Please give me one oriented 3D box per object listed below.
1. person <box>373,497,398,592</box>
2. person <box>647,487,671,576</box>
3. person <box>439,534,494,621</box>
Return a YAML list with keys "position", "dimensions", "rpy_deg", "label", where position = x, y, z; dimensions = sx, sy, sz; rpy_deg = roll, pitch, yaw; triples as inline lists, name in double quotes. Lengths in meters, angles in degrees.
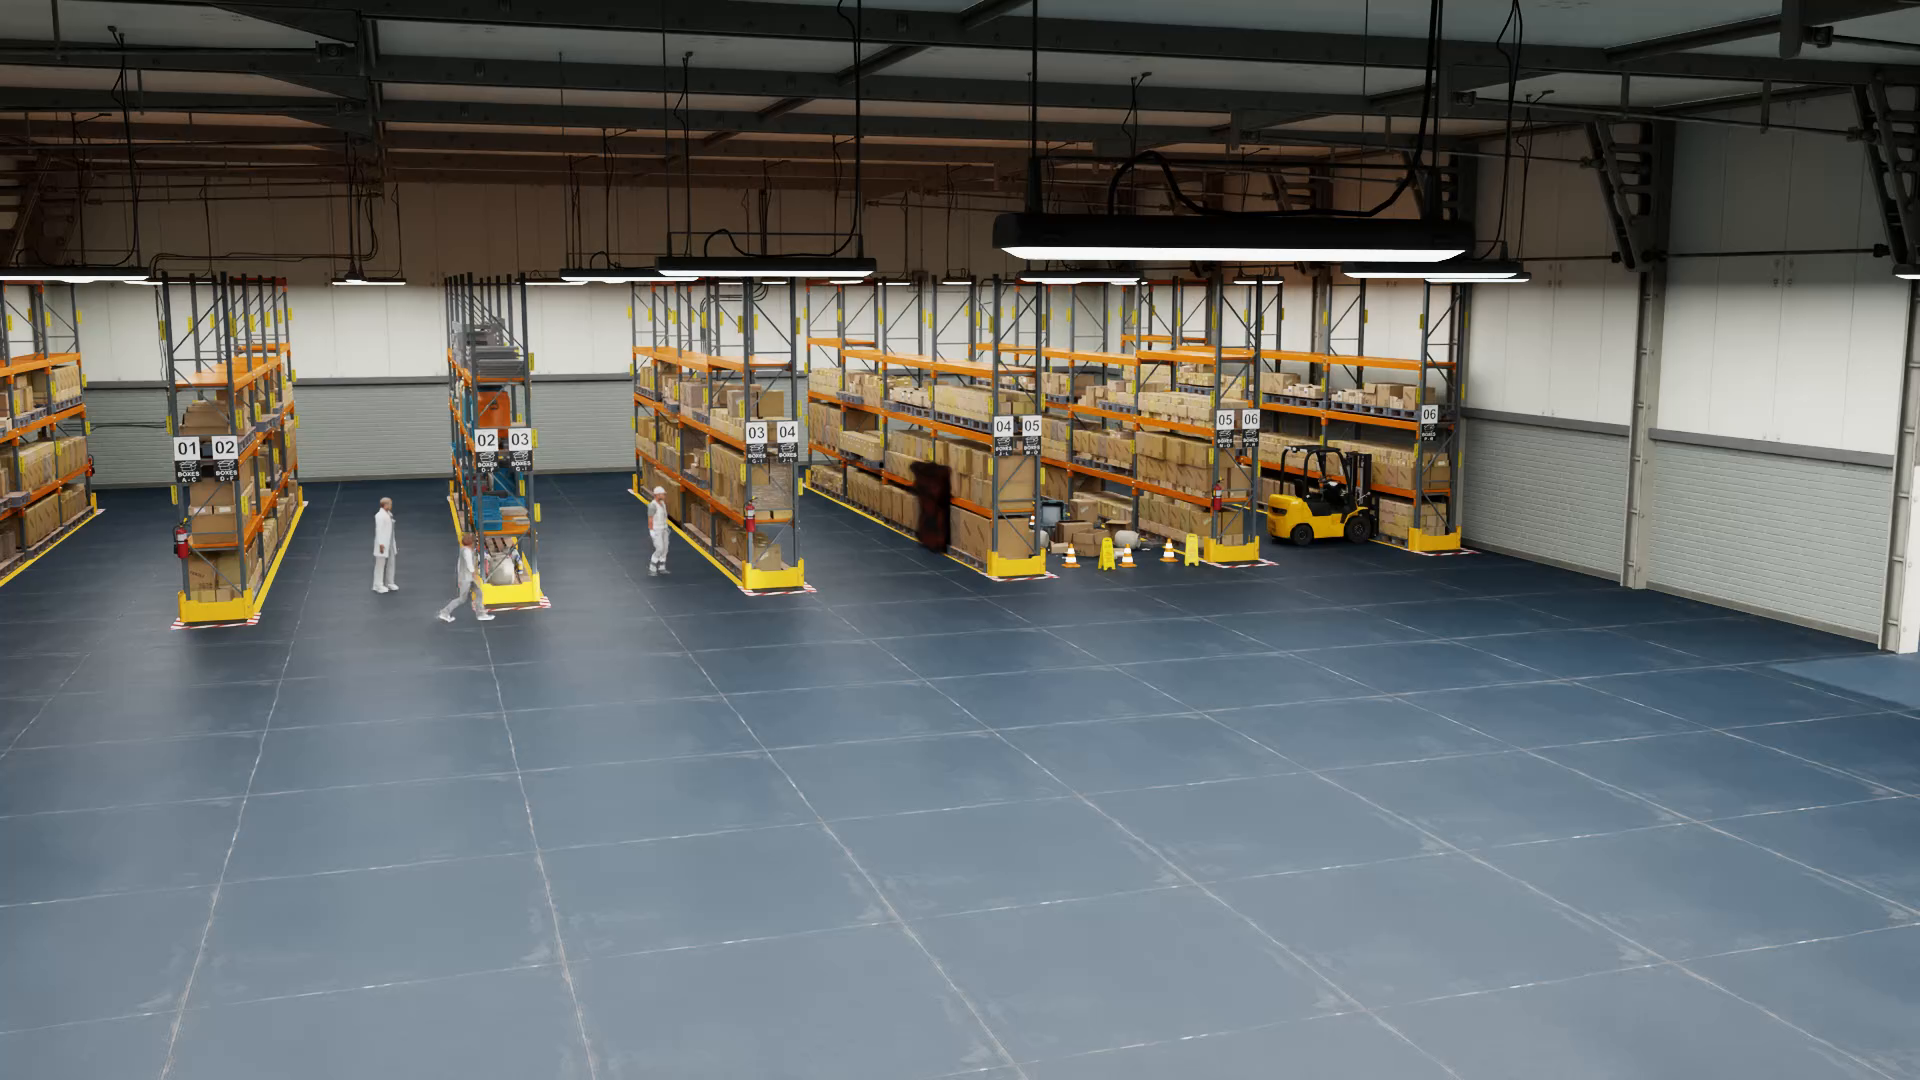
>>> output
- position: [-10.949, 0.081, 31.612]
  dimensions: [0.432, 1.795, 0.615]
  rpy_deg: [2, 9, 14]
  label: "person"
- position: [-6.056, -0.166, 33.515]
  dimensions: [0.366, 1.833, 0.591]
  rpy_deg: [4, 10, 26]
  label: "person"
- position: [-8.501, 0.658, 28.565]
  dimensions: [0.929, 1.536, 0.425]
  rpy_deg: [-3, 9, -20]
  label: "person"
